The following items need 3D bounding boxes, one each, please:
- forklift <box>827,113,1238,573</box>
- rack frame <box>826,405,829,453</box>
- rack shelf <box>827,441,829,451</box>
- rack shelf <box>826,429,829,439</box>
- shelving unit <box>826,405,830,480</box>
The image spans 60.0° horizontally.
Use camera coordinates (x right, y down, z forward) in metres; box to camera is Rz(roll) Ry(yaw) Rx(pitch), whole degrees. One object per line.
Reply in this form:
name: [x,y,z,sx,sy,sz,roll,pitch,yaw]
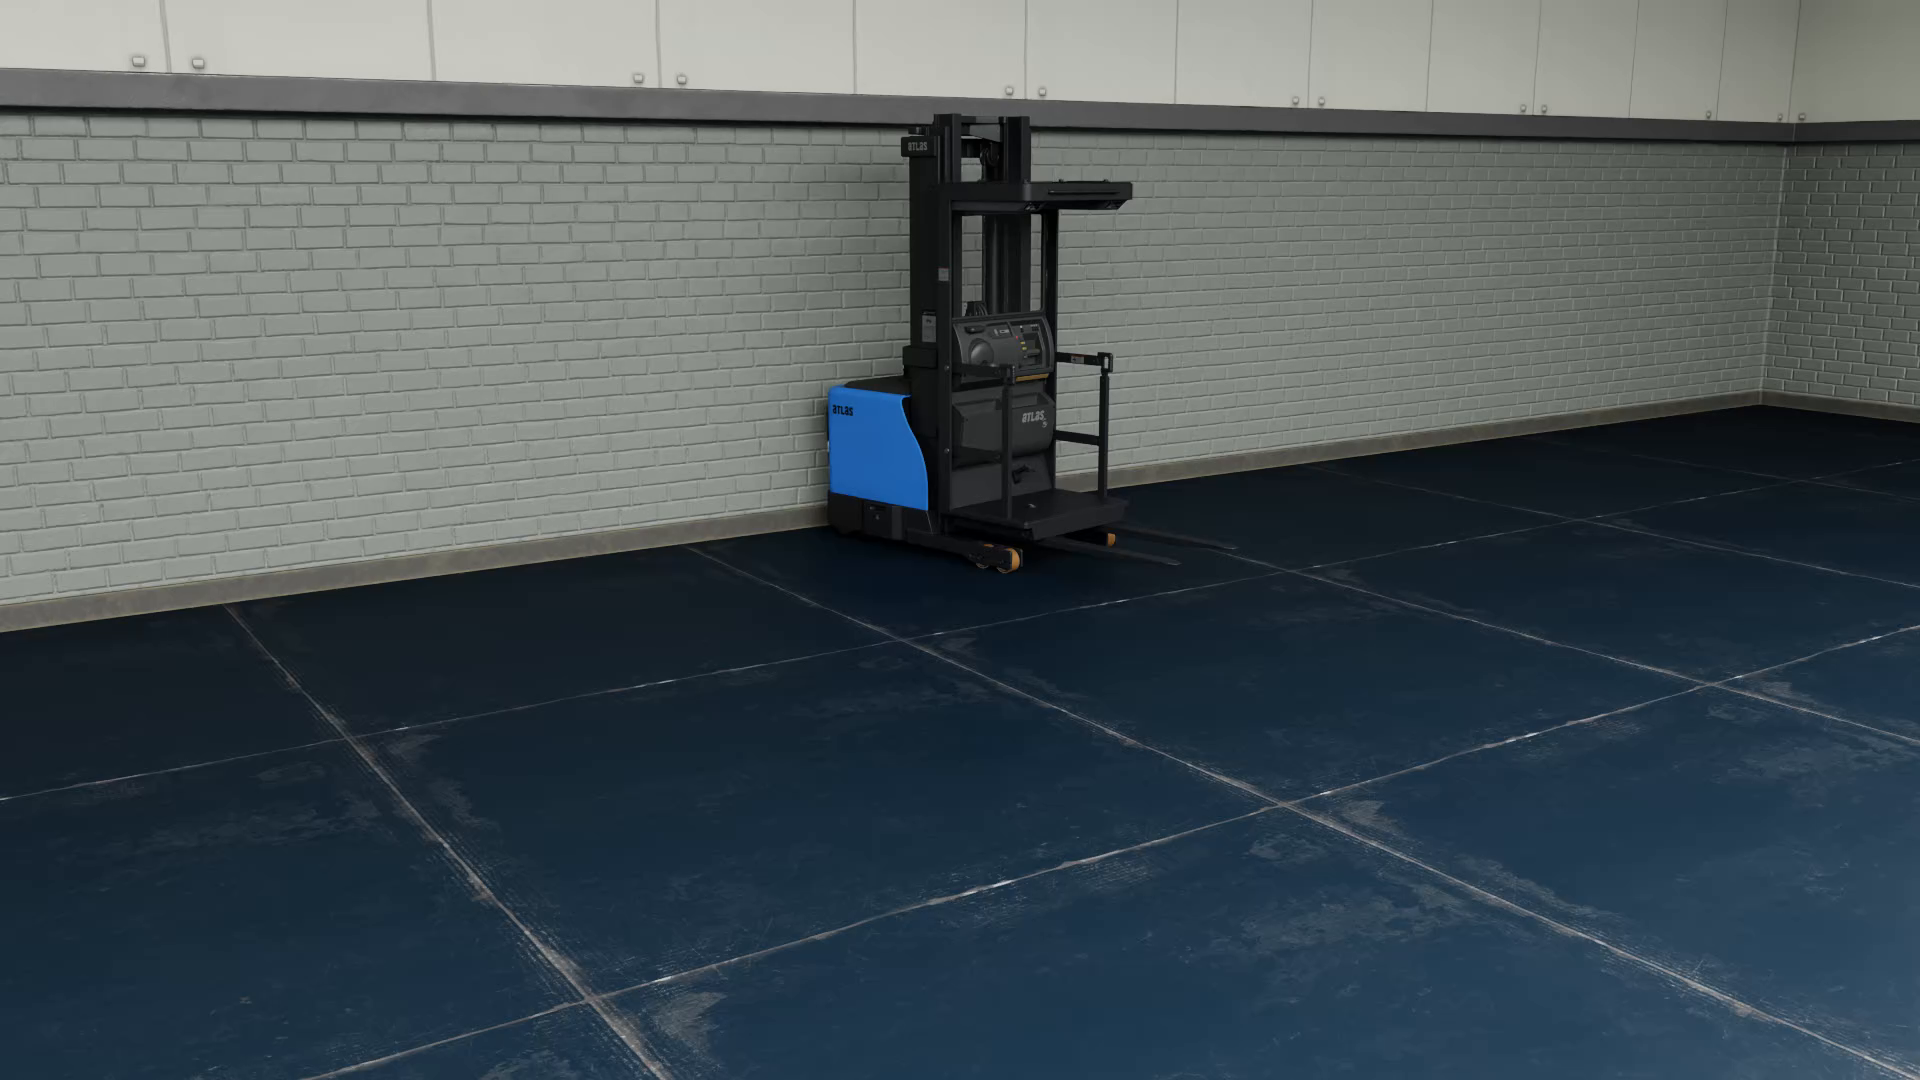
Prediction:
forklift: [0.453,-1.339,11.124,3.031,2.935,1.130,12,17,43]
rack frame: [-0.867,-0.570,12.368,0.240,0.900,0.006,-11,16,-31]
rack shelf: [-0.817,-0.694,12.250,0.258,0.077,0.200,-11,16,-31]
rack shelf: [-0.821,-0.781,12.229,0.258,0.077,0.200,-11,16,-31]
shelving unit: [-0.812,-0.552,12.285,0.258,0.900,0.210,-11,16,-31]
